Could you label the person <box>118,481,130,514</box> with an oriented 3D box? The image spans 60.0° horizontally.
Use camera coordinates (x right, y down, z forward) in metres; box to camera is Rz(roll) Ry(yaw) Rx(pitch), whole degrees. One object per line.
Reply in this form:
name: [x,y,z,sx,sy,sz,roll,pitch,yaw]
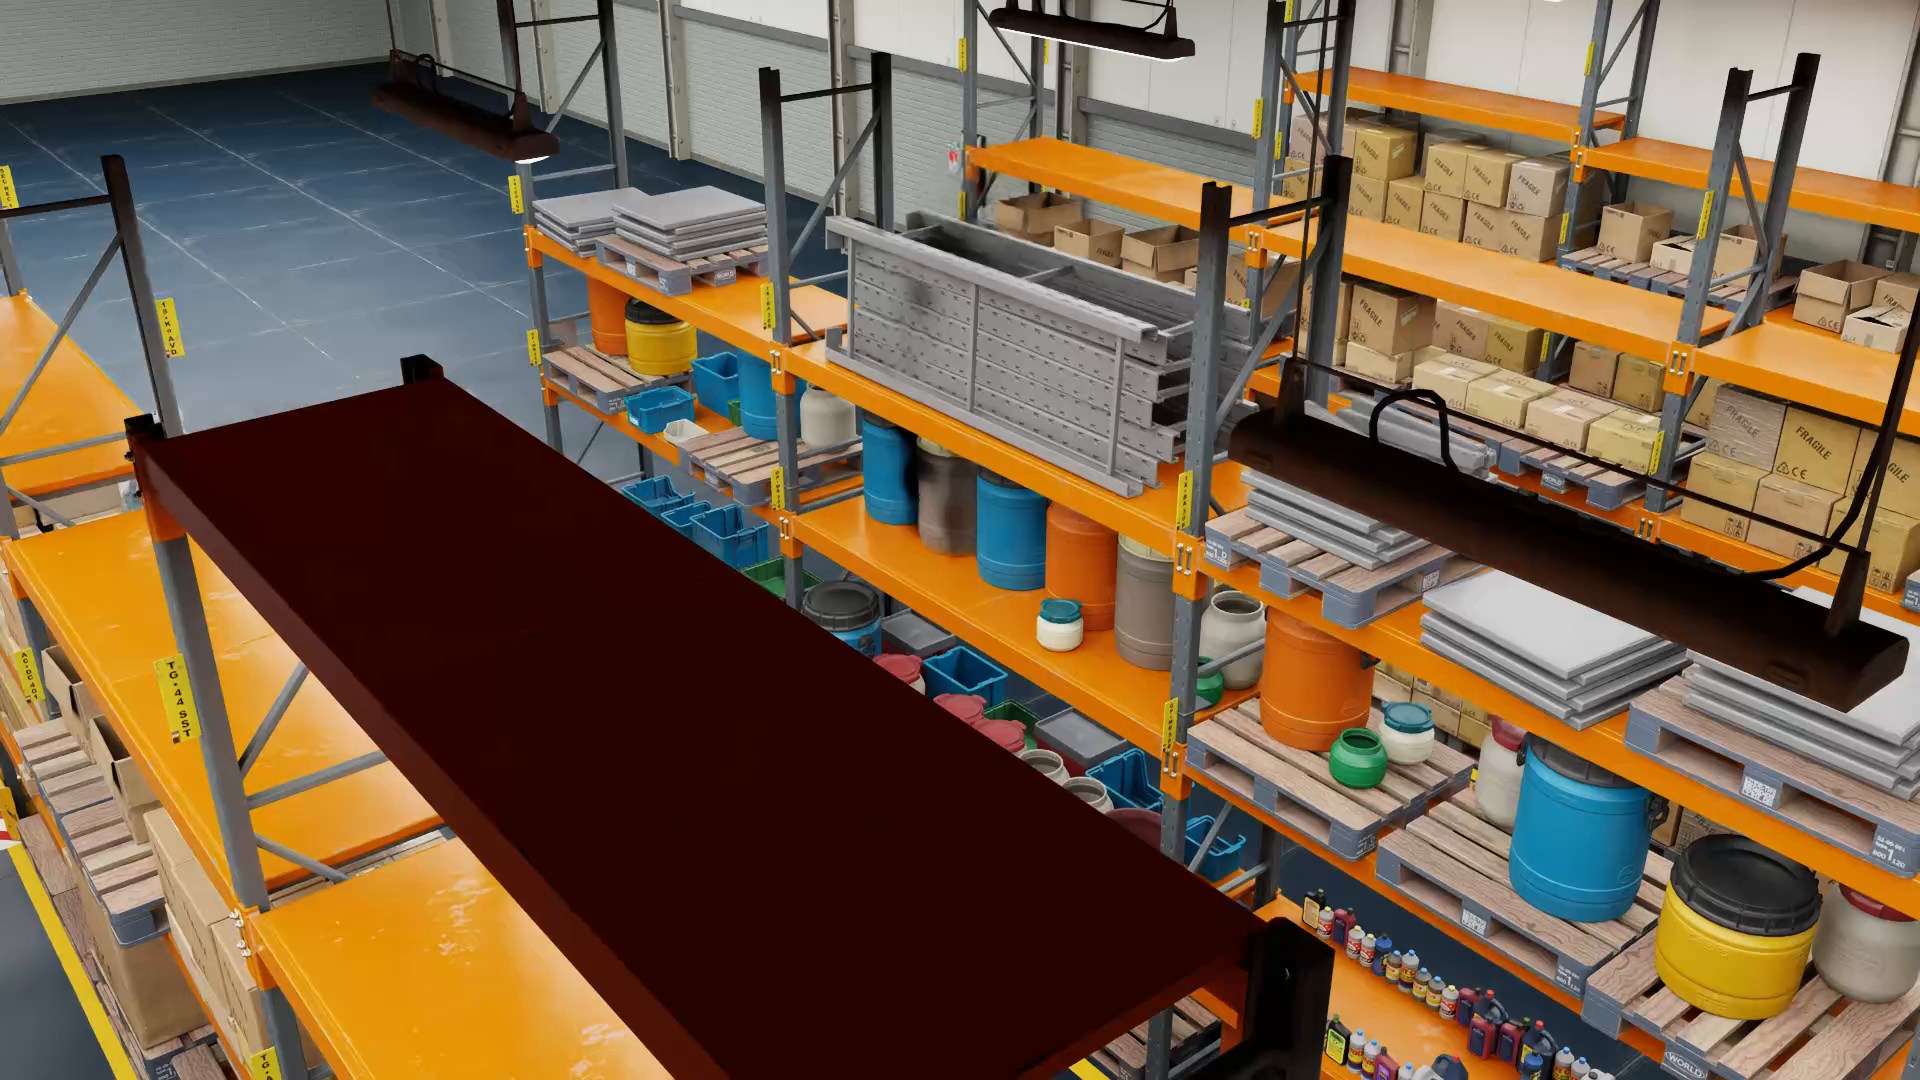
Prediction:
person: [-8.810,-0.488,17.242,0.906,1.805,0.691,-7,27,-15]
